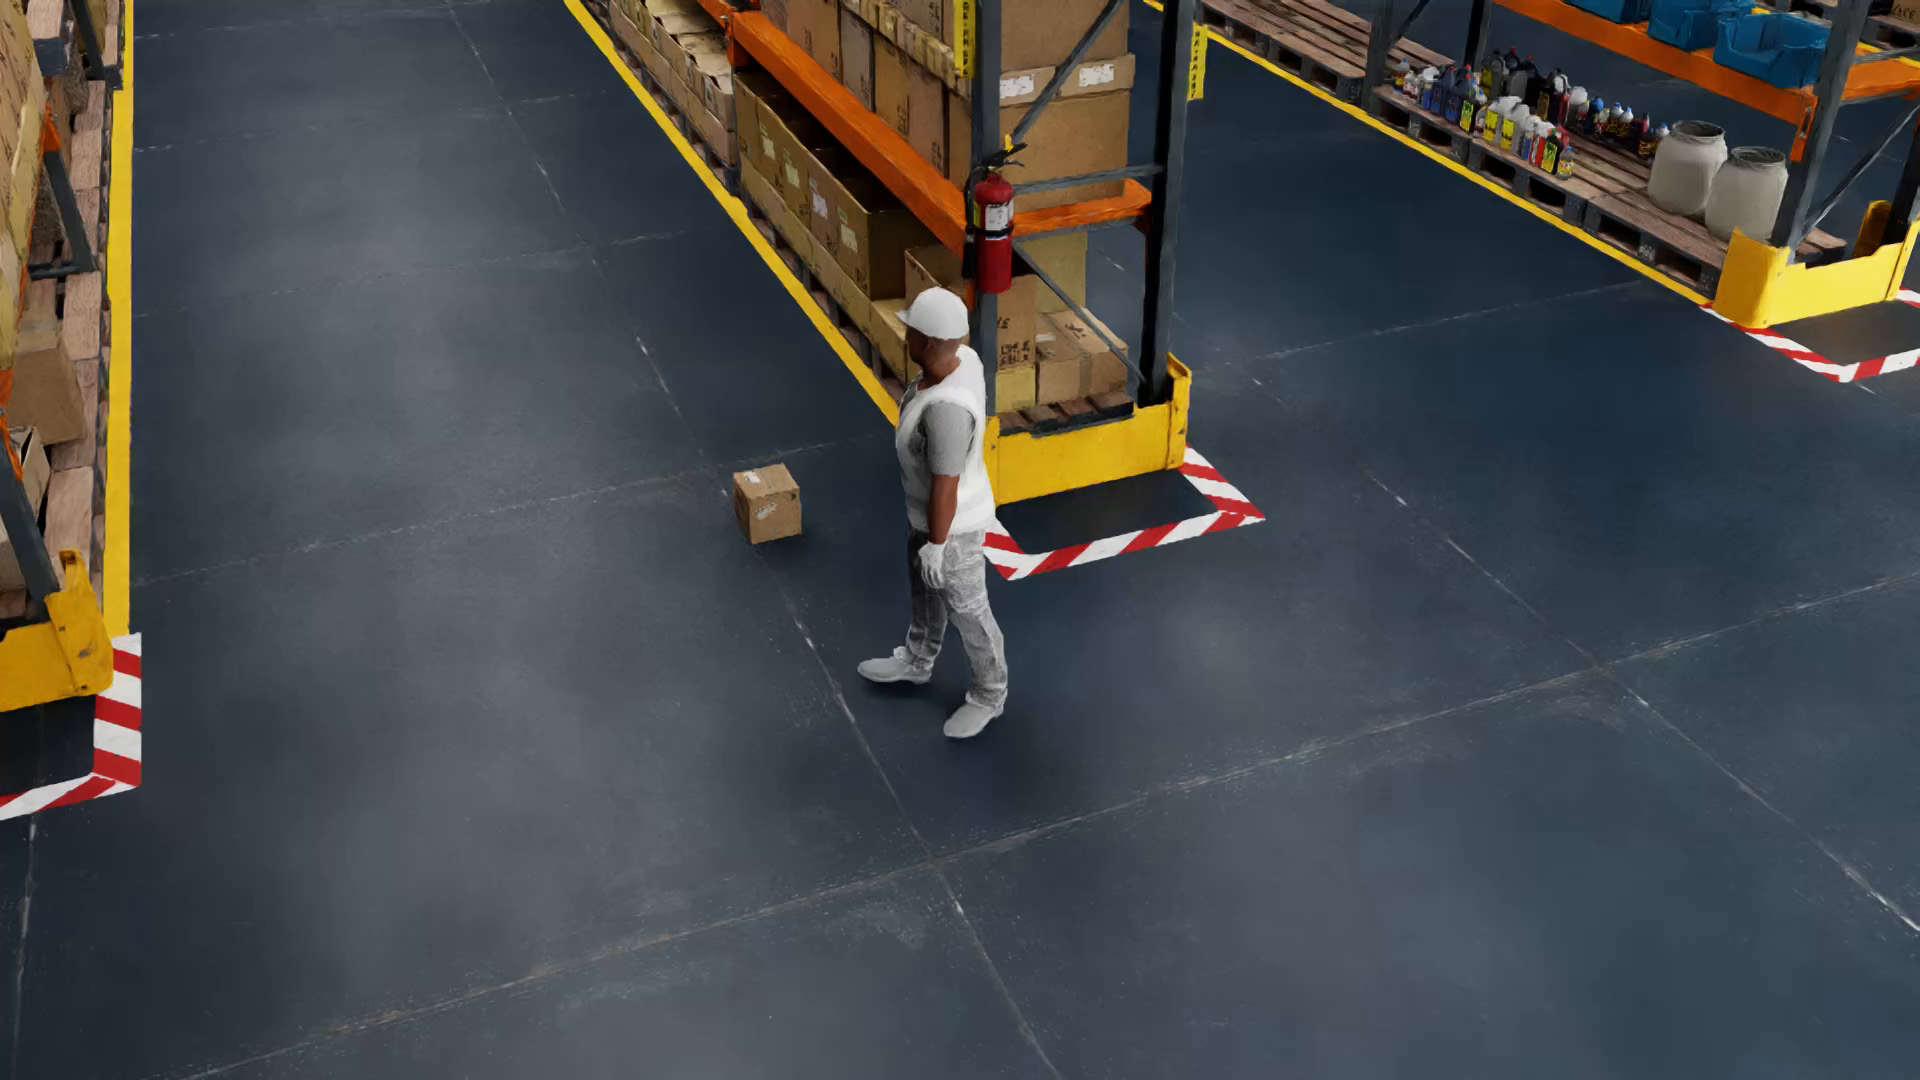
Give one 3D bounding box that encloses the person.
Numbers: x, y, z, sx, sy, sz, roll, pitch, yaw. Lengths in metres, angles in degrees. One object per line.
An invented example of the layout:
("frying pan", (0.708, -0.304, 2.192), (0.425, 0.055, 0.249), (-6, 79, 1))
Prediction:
("person", (-0.124, -0.127, 6.270), (0.581, 1.784, 0.690), (-3, 33, -4))
